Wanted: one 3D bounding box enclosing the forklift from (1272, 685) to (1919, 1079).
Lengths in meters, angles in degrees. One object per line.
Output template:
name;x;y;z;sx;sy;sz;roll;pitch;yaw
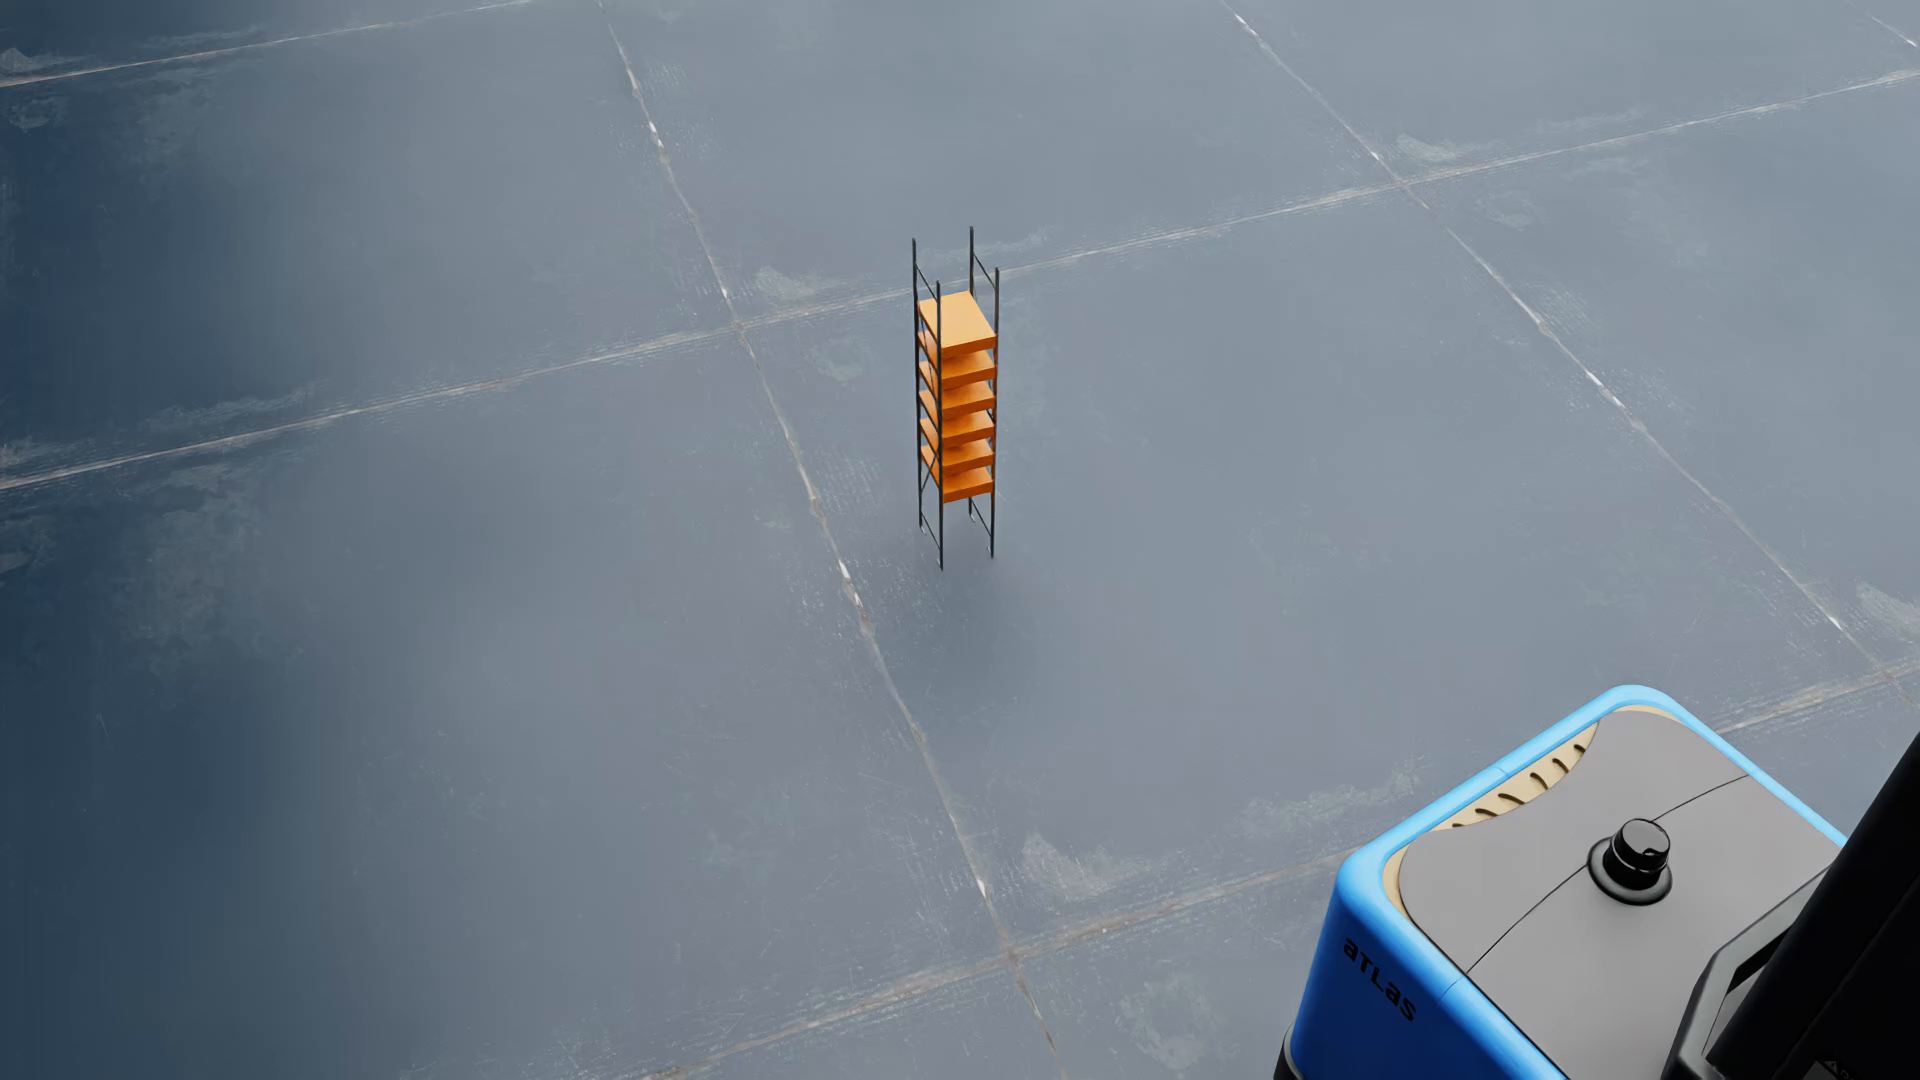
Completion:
forklift;2.031;1.097;2.588;1.130;2.935;3.031;-26;50;-23

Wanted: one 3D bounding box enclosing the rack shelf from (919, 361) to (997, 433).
rack shelf;-0.014;-0.473;5.268;0.180;0.103;0.258;-14;47;-14

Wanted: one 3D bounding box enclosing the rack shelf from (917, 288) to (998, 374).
rack shelf;-0.014;-0.643;5.098;0.180;0.103;0.258;-14;47;-14

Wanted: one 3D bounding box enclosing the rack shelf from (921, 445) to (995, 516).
rack shelf;-0.014;-0.219;5.523;0.180;0.103;0.258;-14;47;-14

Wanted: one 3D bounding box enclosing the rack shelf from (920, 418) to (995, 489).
rack shelf;-0.014;-0.304;5.438;0.180;0.103;0.258;-14;47;-14

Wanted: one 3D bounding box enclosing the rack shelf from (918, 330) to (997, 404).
rack shelf;-0.014;-0.558;5.183;0.180;0.103;0.258;-14;47;-14

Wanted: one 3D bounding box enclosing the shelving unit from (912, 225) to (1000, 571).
shelving unit;-0.014;-0.420;5.322;0.189;1.200;0.258;-14;47;-14

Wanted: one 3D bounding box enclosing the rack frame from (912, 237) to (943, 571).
rack frame;-0.100;-0.398;5.300;0.006;1.200;0.240;-14;47;-14

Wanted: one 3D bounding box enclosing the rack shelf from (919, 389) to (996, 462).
rack shelf;-0.014;-0.389;5.353;0.180;0.103;0.258;-14;47;-14

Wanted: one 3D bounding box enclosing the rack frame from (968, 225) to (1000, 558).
rack frame;0.072;-0.442;5.343;0.006;1.200;0.240;-14;47;-14
